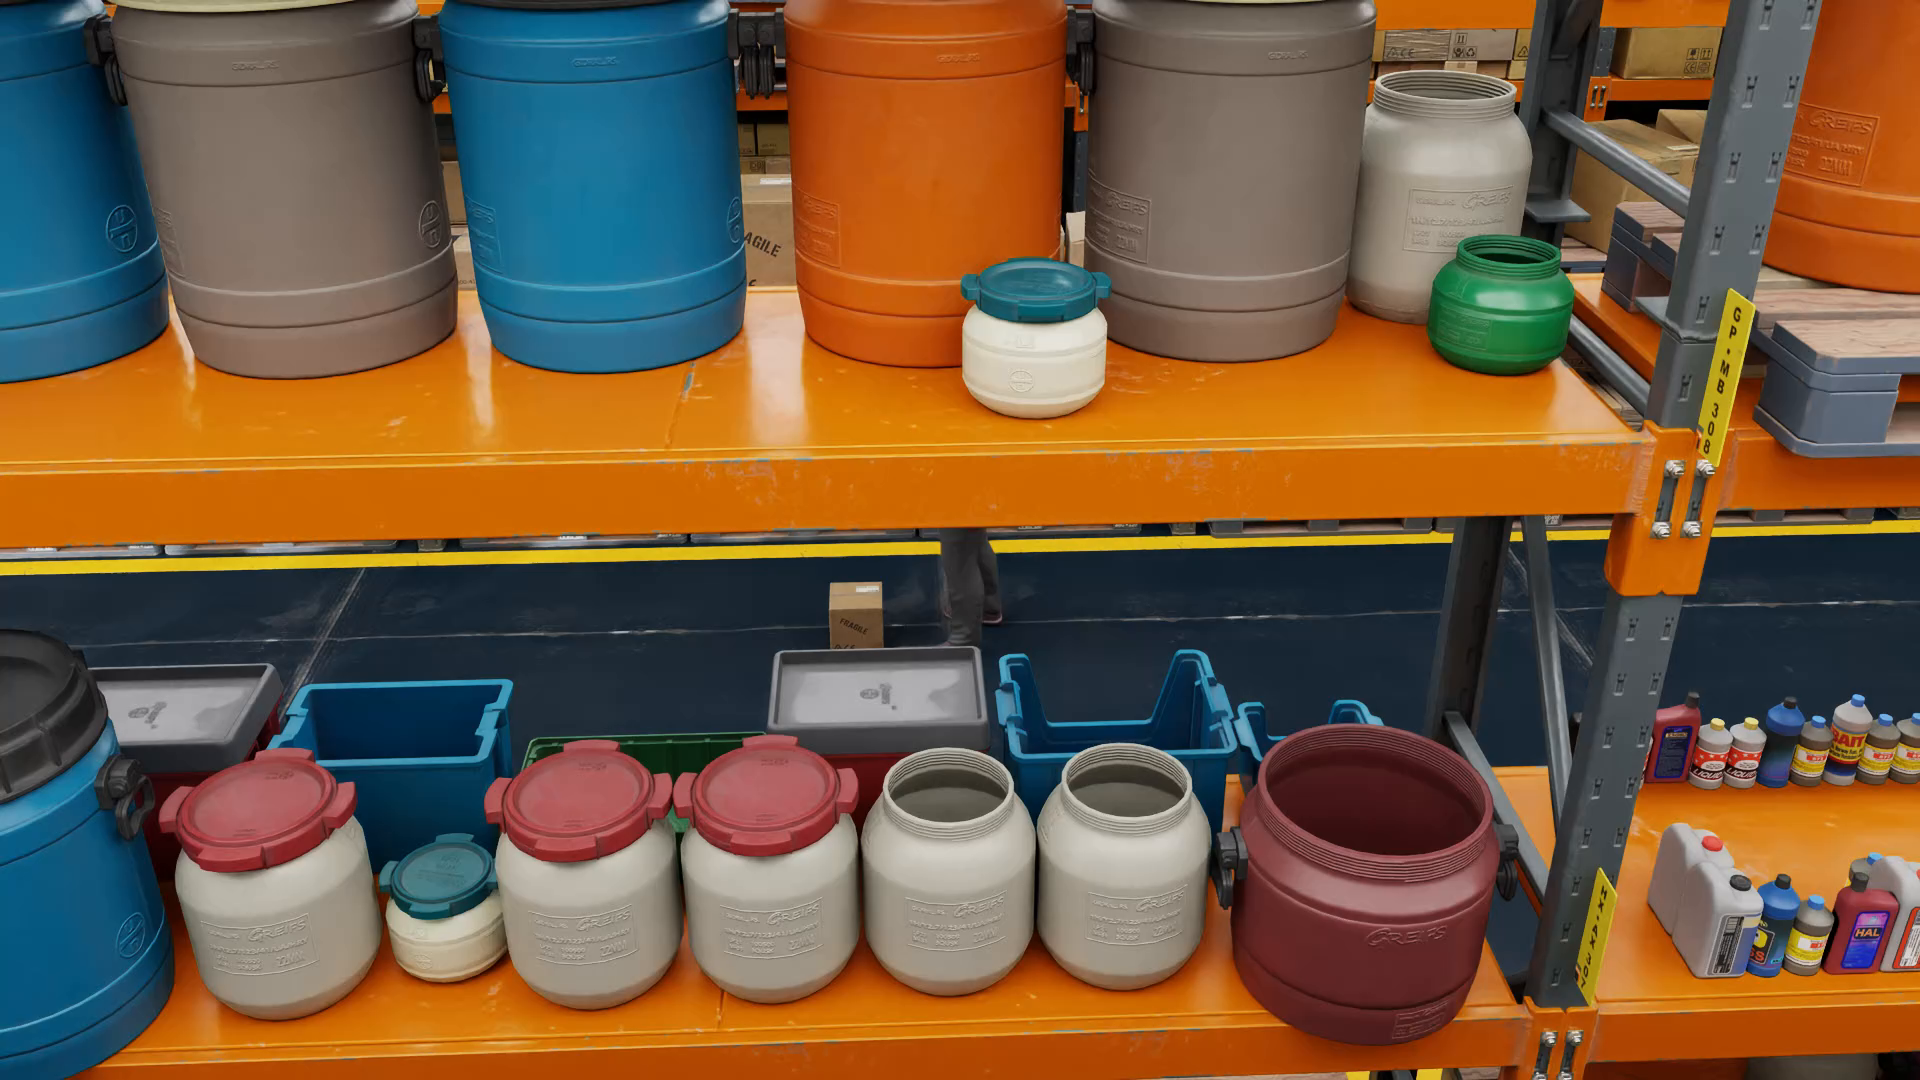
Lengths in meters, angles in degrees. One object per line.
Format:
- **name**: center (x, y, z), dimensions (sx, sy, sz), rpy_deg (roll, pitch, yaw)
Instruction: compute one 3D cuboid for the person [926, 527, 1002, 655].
- **person**: center (0.006, -0.261, 7.616), dimensions (0.413, 1.659, 0.503), rpy_deg (-1, 28, -2)
